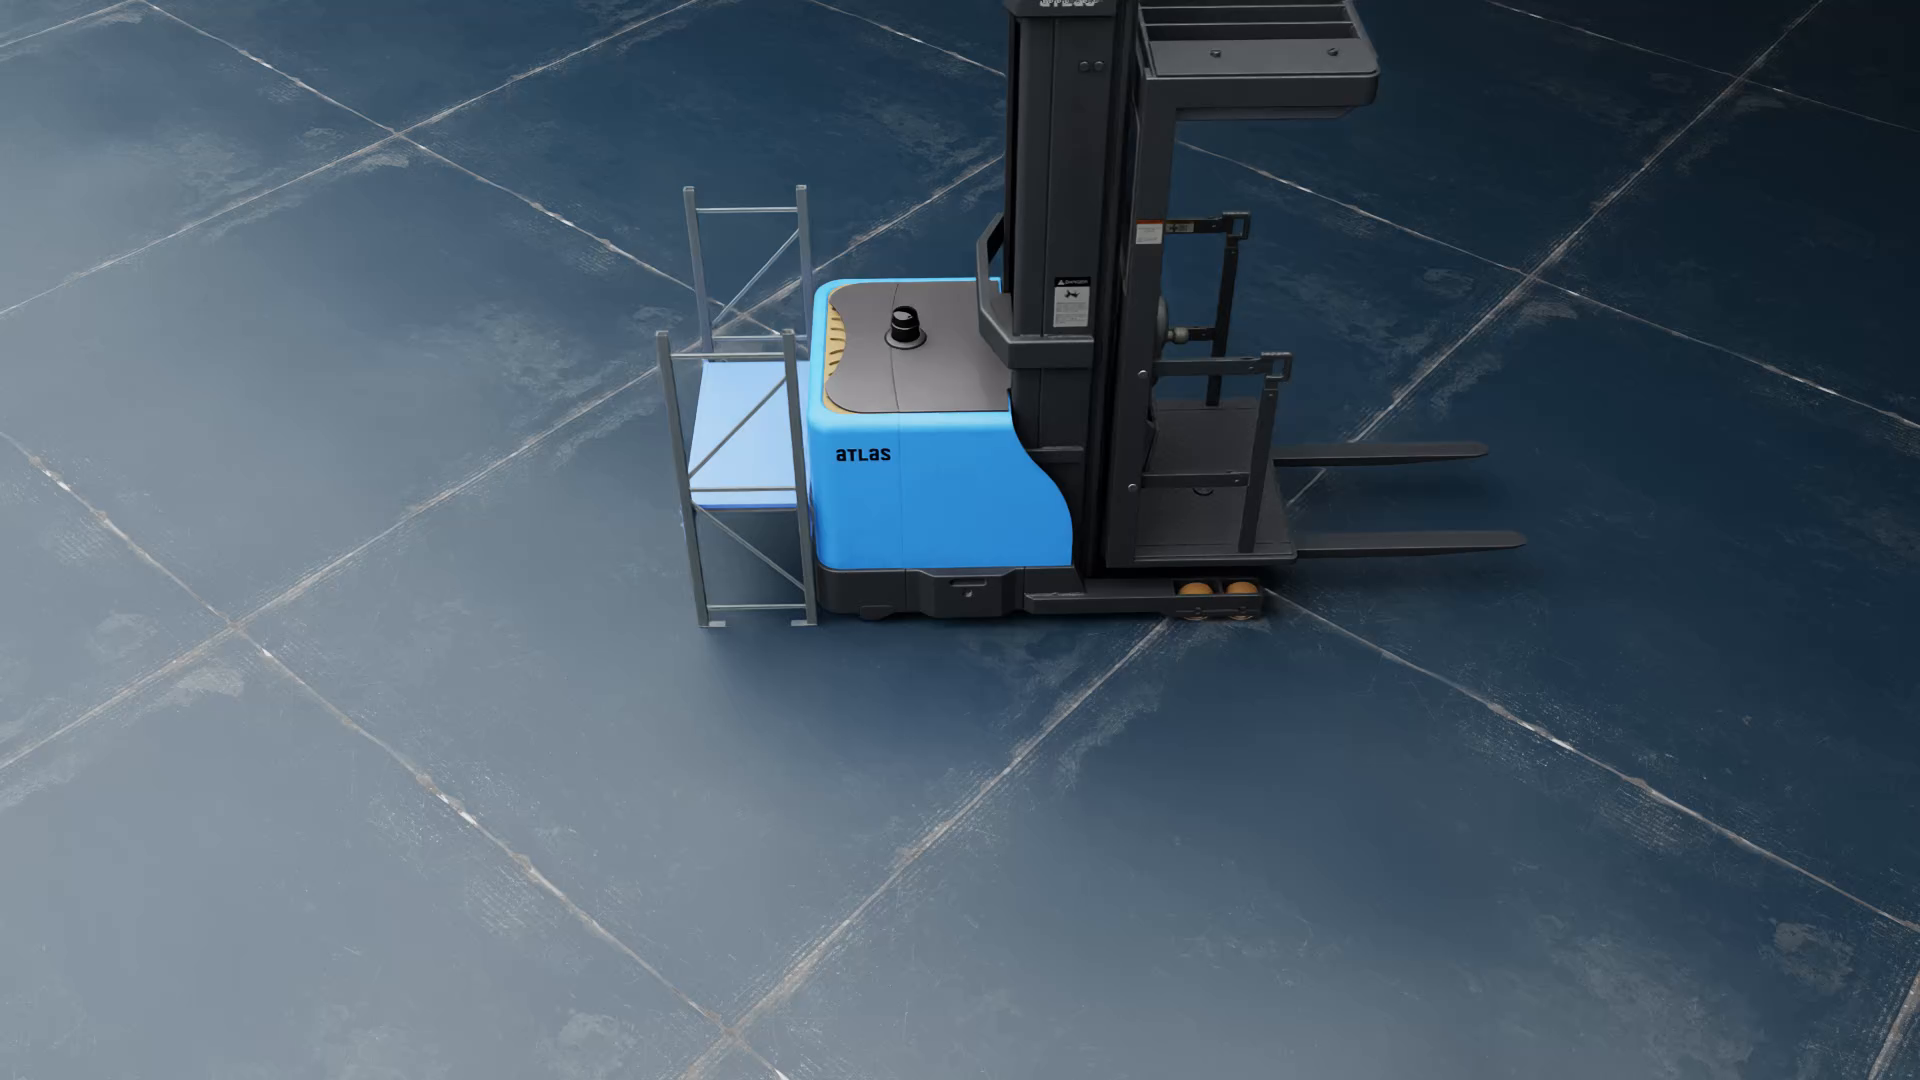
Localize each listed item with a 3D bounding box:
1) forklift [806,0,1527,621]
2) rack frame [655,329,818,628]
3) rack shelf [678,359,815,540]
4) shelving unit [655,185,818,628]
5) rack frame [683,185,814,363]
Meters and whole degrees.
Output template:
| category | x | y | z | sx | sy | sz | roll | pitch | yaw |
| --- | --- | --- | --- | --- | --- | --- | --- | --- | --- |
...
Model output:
| category | x | y | z | sx | sy | sz | roll | pitch | yaw |
| --- | --- | --- | --- | --- | --- | --- | --- | --- | --- |
| forklift | 0.897 | -1.101 | 6.464 | 3.031 | 2.935 | 1.130 | -1 | 42 | -1 |
| rack frame | -0.853 | -0.197 | 6.534 | 0.500 | 1.500 | 0.032 | -1 | 42 | -1 |
| rack shelf | -0.865 | -0.406 | 7.031 | 0.538 | 0.185 | 1.000 | -1 | 42 | -1 |
| shelving unit | -0.865 | -0.539 | 6.910 | 0.538 | 1.500 | 1.048 | -1 | 42 | -1 |
| rack frame | -0.878 | -0.881 | 7.286 | 0.500 | 1.500 | 0.032 | -1 | 42 | -1 |
